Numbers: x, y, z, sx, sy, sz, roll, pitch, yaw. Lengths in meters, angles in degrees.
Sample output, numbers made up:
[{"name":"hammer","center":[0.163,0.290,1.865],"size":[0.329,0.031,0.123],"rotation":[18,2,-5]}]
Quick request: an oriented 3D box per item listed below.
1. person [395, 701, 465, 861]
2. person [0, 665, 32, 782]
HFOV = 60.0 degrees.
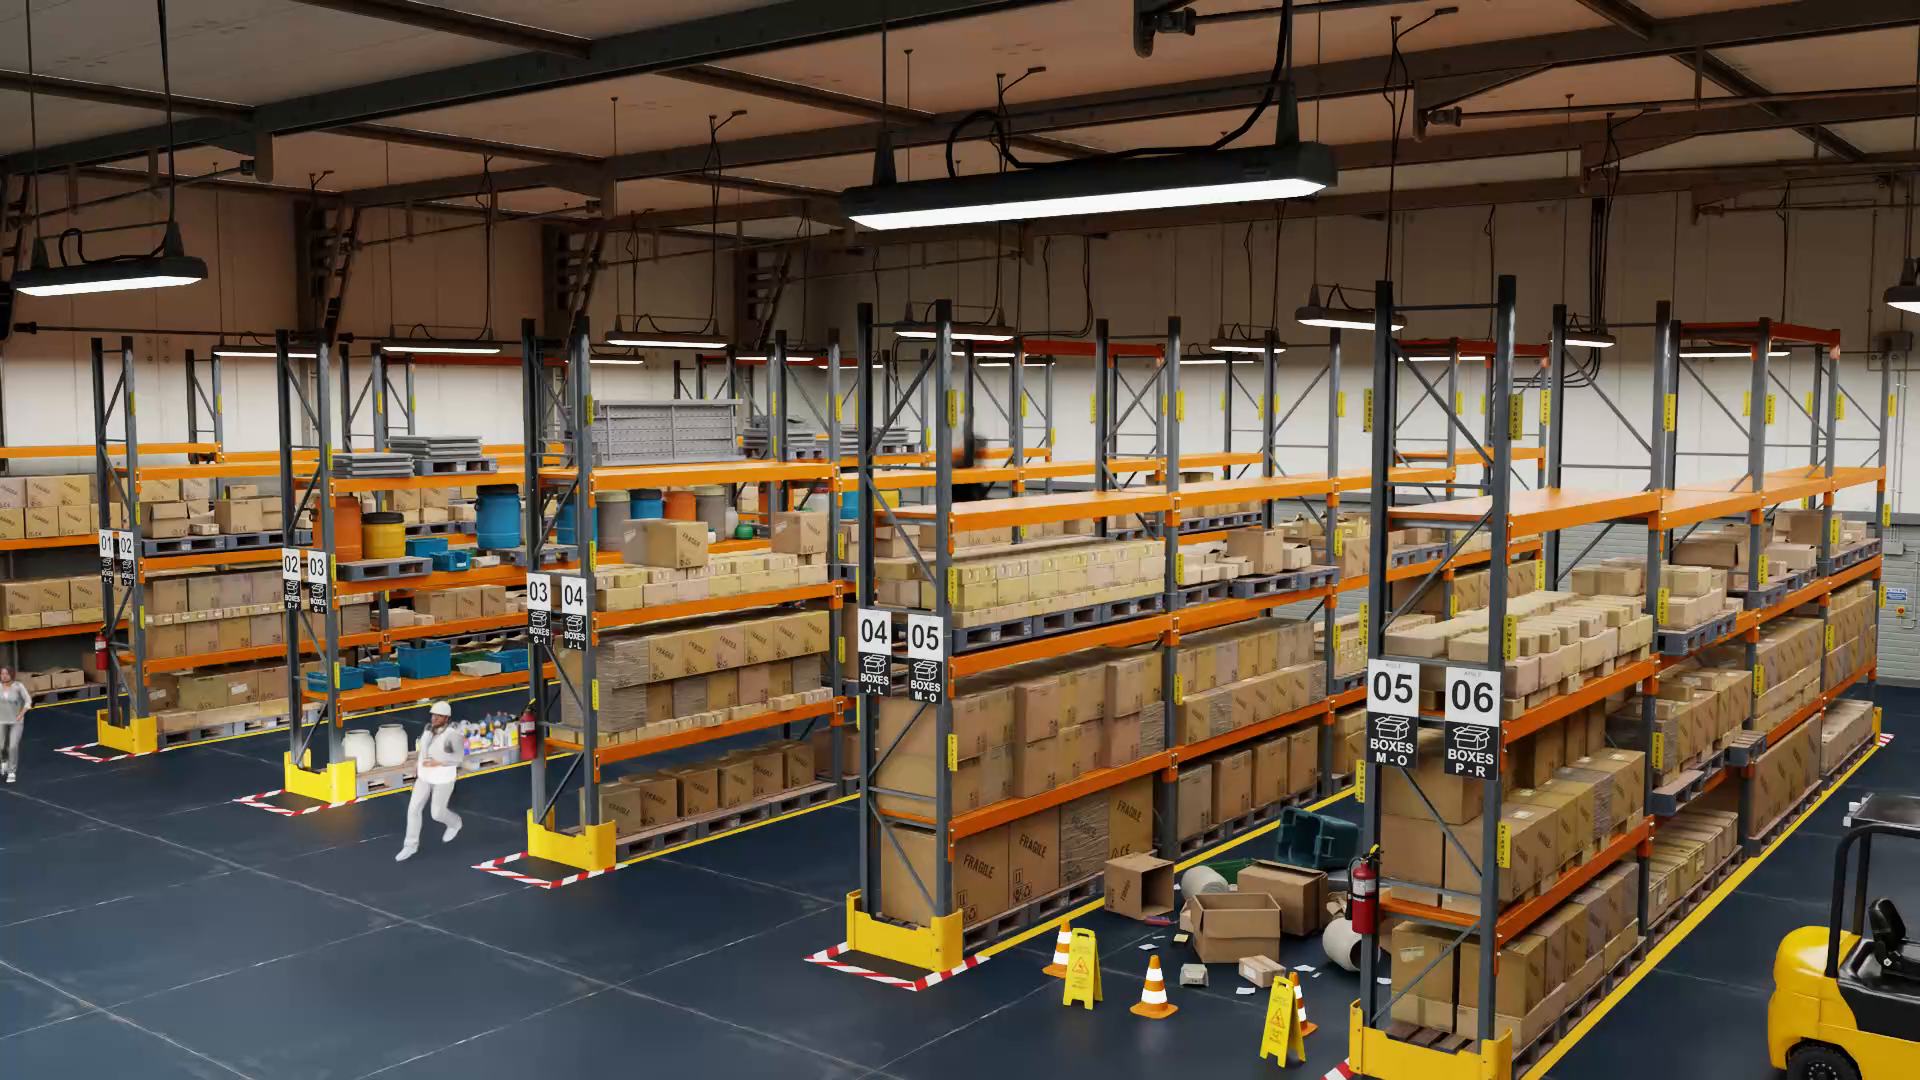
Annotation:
[{"name":"person","center":[-5.846,2.677,18.721],"size":[0.688,1.753,0.893],"rotation":[2,5,22]},{"name":"person","center":[-12.723,2.455,22.261],"size":[0.551,1.569,0.535],"rotation":[-2,5,-24]}]
